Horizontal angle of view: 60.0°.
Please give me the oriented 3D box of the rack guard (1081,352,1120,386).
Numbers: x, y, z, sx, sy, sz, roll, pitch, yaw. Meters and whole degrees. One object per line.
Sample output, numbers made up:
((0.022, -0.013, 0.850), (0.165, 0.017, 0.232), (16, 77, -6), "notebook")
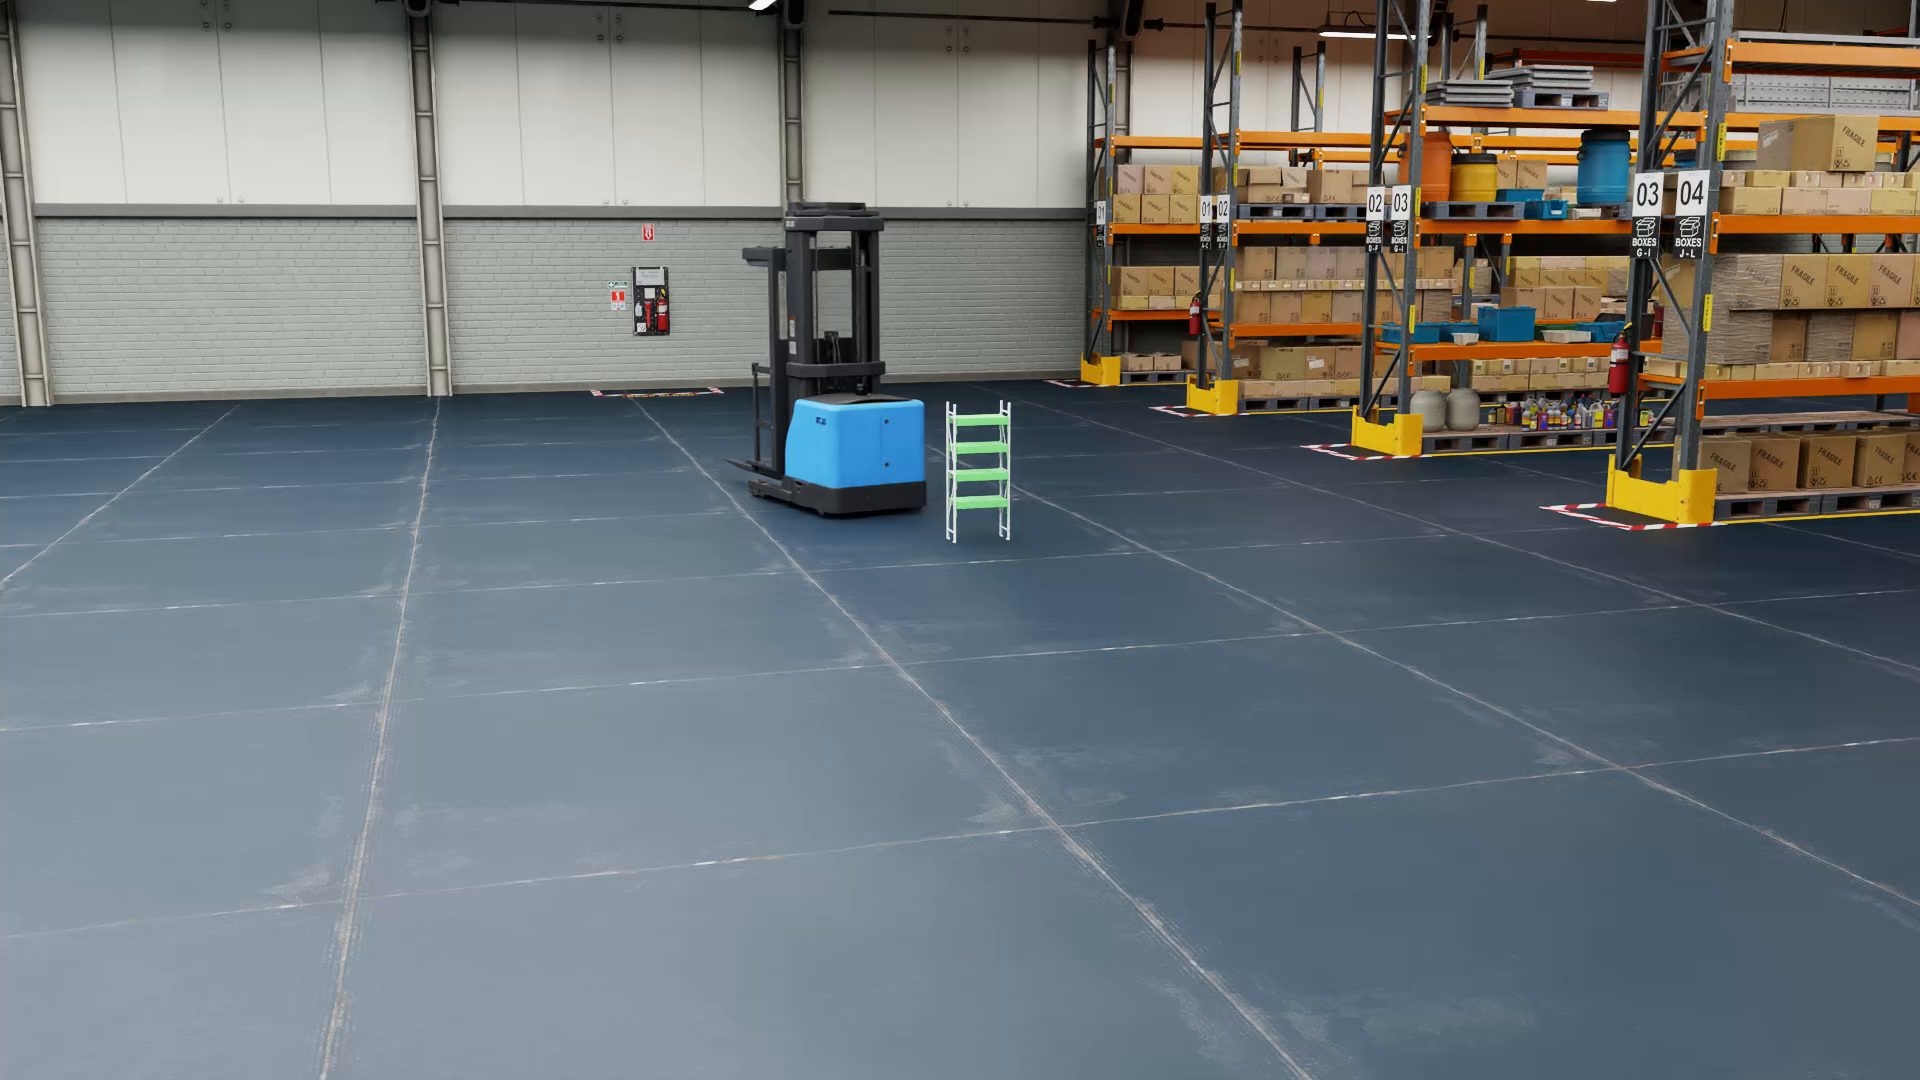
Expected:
((2.525, -3.081, 29.903), (0.348, 0.500, 1.175), (-3, 11, -16), "rack guard")

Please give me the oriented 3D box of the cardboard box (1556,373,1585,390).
((9.614, -2.558, 26.590), (0.500, 0.250, 0.500), (-3, 11, -15), "cardboard box")

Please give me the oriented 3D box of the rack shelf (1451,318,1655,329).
((9.601, -3.396, 26.694), (4.000, 0.370, 1.077), (-3, 11, -16), "rack shelf")

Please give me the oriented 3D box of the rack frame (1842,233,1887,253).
((15.362, -4.053, 28.278), (0.127, 3.000, 1.000), (-3, 11, -16), "rack frame")

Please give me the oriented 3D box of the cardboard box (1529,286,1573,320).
((9.409, -3.785, 26.548), (0.500, 0.500, 0.500), (-3, 11, -16), "cardboard box")

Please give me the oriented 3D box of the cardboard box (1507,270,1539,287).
((10.671, -4.897, 31.709), (0.500, 0.500, 0.500), (-3, 11, -14), "cardboard box")

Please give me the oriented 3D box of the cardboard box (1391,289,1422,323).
((6.752, -3.646, 25.791), (0.500, 0.500, 0.700), (-3, 11, -17), "cardboard box")

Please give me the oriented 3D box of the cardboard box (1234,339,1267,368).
((5.307, -3.437, 30.619), (0.500, 0.500, 0.500), (-4, 11, -20), "cardboard box")

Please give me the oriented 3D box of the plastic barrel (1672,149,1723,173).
((9.489, -4.572, 21.428), (0.708, 0.901, 0.600), (-3, 11, -16), "plastic barrel")

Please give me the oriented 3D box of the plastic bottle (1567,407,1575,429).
((7.669, -1.529, 20.889), (0.097, 0.271, 0.097), (0, 10, 0), "plastic bottle")

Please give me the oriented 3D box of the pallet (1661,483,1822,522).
((7.468, -0.391, 16.087), (1.213, 0.211, 1.003), (-3, 11, -16), "pallet")

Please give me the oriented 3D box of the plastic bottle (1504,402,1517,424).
((7.112, -1.639, 21.470), (0.135, 0.276, 0.152), (-3, 11, -16), "plastic bottle")

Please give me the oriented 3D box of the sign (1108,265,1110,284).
((2.604, -4.638, 29.065), (0.005, 0.325, 0.100), (-3, 11, -16), "sign")

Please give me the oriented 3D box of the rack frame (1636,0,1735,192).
((6.605, -4.674, 15.081), (0.127, 3.000, 1.000), (-3, 11, -16), "rack frame")

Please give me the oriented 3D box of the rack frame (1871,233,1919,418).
((12.902, -2.989, 22.500), (0.127, 3.000, 1.000), (-3, 11, -16), "rack frame")

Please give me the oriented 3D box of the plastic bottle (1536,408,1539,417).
((7.478, -1.599, 21.462), (0.097, 0.201, 0.097), (0, 10, 0), "plastic bottle")

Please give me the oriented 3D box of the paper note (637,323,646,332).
((-5.451, -3.640, 28.469), (0.142, 0.148, 0.016), (-3, 11, -16), "paper note")

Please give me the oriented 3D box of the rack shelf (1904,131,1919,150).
((14.823, -5.491, 22.608), (4.000, 0.370, 1.077), (-3, 11, -16), "rack shelf")

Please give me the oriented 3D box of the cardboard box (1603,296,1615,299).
((12.496, -4.677, 32.307), (0.250, 0.149, 0.380), (-3, 11, -18), "cardboard box")

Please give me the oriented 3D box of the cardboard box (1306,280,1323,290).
((5.268, -3.849, 25.101), (0.250, 0.149, 0.380), (-3, 11, -18), "cardboard box")

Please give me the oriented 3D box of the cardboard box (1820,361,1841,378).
((8.144, -1.637, 15.850), (0.250, 0.149, 0.380), (-3, 11, -16), "cardboard box")

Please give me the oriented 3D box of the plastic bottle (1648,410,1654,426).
((8.800, -1.555, 21.220), (0.097, 0.201, 0.097), (0, 10, 0), "plastic bottle")

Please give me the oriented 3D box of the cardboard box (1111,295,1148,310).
((3.009, -4.212, 29.502), (0.500, 0.250, 0.500), (-3, 11, -18), "cardboard box")

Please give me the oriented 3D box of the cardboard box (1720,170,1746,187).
((6.934, -3.295, 15.187), (0.250, 0.149, 0.380), (-3, 11, -16), "cardboard box")

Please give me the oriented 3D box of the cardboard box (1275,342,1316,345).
((5.228, -2.801, 25.839), (0.500, 0.500, 0.500), (-3, 11, -16), "cardboard box")

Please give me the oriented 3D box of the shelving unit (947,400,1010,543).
((0.159, -0.598, 14.483), (0.503, 1.200, 0.258), (-3, 11, -16), "shelving unit")

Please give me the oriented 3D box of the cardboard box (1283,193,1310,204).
((5.019, -5.102, 24.836), (0.250, 0.149, 0.380), (-3, 11, -16), "cardboard box")

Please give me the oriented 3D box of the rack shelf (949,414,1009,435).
((0.159, -1.008, 14.408), (0.480, 0.148, 0.258), (-3, 11, -16), "rack shelf")

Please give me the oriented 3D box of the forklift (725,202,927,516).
((-1.499, -1.892, 16.729), (1.130, 2.935, 3.031), (-6, 12, -30), "forklift")

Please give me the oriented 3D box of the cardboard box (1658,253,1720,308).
((7.064, -2.482, 15.882), (0.500, 0.500, 0.500), (-3, 11, -16), "cardboard box")

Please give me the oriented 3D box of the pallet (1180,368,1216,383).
((4.484, -3.035, 30.451), (1.213, 0.211, 1.003), (-3, 11, -16), "pallet")

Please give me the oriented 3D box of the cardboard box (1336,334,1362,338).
((7.417, -3.928, 31.216), (0.500, 0.250, 0.500), (-3, 11, -17), "cardboard box")

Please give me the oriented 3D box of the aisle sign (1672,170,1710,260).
((6.630, -2.947, 15.088), (0.004, 0.787, 0.394), (-3, 11, -16), "aisle sign")

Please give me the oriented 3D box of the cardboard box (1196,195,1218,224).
((4.374, -5.893, 29.657), (0.500, 0.500, 0.500), (-2, 11, -12), "cardboard box")

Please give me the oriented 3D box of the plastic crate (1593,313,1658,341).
((8.523, -2.752, 21.382), (0.504, 0.338, 0.767), (-3, 11, -16), "plastic crate")

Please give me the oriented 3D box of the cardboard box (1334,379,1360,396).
((5.858, -2.364, 25.538), (0.500, 0.250, 0.500), (-3, 11, -16), "cardboard box")

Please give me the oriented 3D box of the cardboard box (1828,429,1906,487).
((8.929, -0.814, 16.430), (0.500, 0.500, 0.500), (-4, 11, -21), "cardboard box")

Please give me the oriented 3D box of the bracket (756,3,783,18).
((-3.178, -8.827, 27.697), (0.430, 0.232, 0.235), (-3, 11, -16), "bracket")

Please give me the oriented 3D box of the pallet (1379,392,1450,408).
((6.905, -2.244, 26.152), (1.213, 0.211, 1.003), (-3, 11, -16), "pallet")

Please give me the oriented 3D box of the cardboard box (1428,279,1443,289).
((7.242, -3.953, 25.668), (0.250, 0.149, 0.380), (-3, 11, -17), "cardboard box")

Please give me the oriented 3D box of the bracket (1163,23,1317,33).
((5.854, -9.303, 30.283), (4.783, 0.066, 0.076), (-3, 11, -16), "bracket")

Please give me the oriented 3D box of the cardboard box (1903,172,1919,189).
((8.951, -3.389, 15.700), (0.250, 0.149, 0.380), (-2, 11, -13), "cardboard box")

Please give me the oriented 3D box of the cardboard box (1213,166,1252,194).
((4.866, -6.405, 29.675), (0.500, 0.500, 0.500), (-3, 11, -18), "cardboard box")

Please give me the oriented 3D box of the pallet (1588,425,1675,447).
((8.405, -1.389, 21.507), (1.213, 0.211, 1.003), (-3, 11, -16), "pallet")

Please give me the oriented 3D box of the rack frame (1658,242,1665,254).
((13.974, -4.914, 32.954), (0.127, 3.000, 1.000), (-3, 11, -16), "rack frame")

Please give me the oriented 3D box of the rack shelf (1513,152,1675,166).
((12.053, -7.213, 31.963), (4.000, 0.370, 1.077), (-3, 11, -16), "rack shelf")

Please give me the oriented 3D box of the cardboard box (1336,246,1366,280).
((5.811, -4.236, 25.410), (0.500, 0.500, 0.700), (-3, 11, -16), "cardboard box")

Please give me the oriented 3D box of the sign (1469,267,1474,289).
((7.837, -4.017, 25.469), (0.005, 0.325, 0.100), (-3, 11, -16), "sign")

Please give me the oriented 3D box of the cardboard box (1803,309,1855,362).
((8.080, -2.006, 16.060), (0.500, 0.500, 0.875), (-3, 11, -16), "cardboard box")

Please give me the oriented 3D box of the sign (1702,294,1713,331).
((6.757, -2.055, 15.033), (0.005, 0.325, 0.100), (-3, 11, -16), "sign")

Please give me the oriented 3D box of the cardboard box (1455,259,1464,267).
((9.506, -5.255, 31.522), (0.250, 0.149, 0.380), (-5, 12, -25), "cardboard box")

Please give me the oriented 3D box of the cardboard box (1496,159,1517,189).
((8.284, -5.649, 25.847), (0.500, 0.500, 0.500), (-3, 11, -15), "cardboard box")

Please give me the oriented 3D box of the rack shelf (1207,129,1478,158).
((5.760, -5.947, 25.087), (4.000, 0.370, 1.077), (-3, 11, -16), "rack shelf")

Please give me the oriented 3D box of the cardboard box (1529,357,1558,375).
((9.126, -2.807, 26.393), (0.500, 0.311, 0.500), (-3, 11, -18), "cardboard box")

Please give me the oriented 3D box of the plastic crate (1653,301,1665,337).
((9.441, -2.896, 21.817), (0.583, 0.464, 0.402), (-3, 11, -16), "plastic crate")
